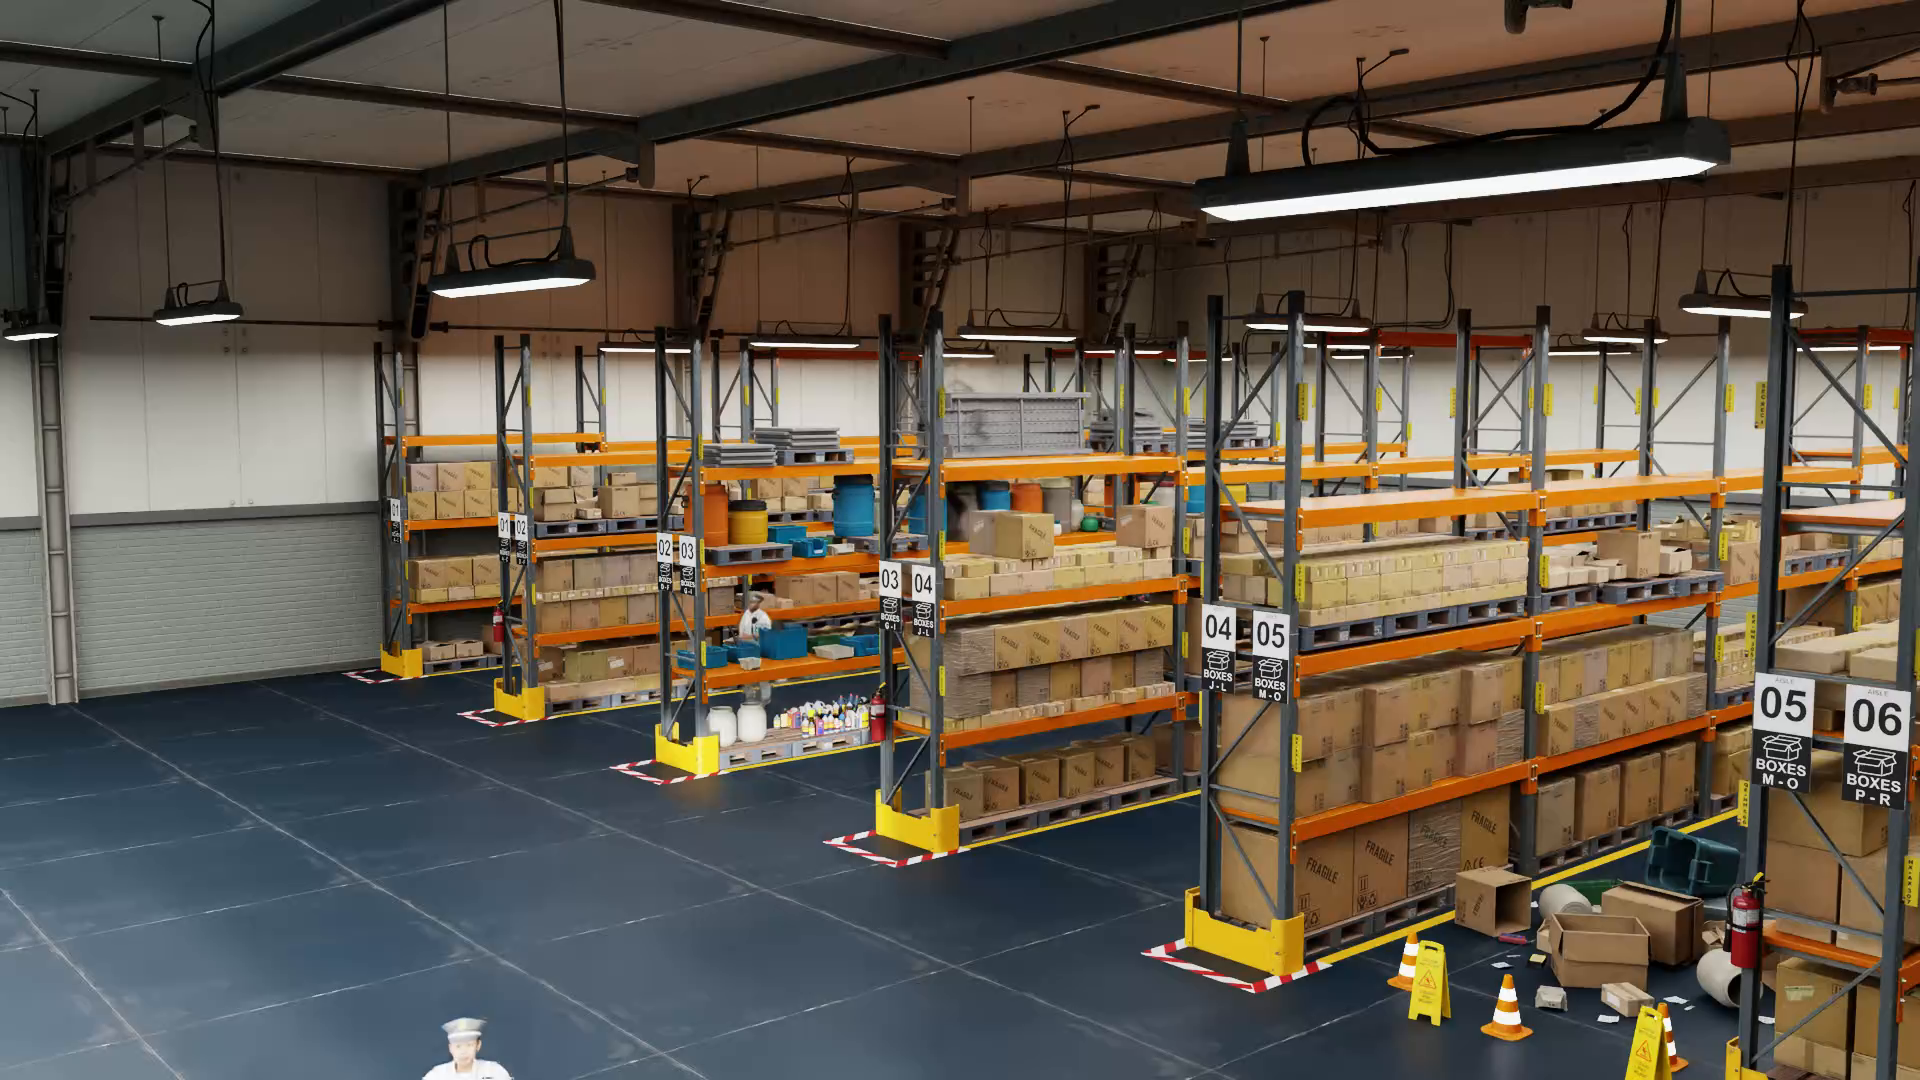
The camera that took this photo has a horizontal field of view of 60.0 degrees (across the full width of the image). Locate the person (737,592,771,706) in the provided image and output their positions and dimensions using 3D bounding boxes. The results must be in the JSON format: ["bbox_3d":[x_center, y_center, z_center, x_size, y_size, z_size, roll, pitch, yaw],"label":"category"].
[{"bbox_3d":[-3.185,1.709,25.392,0.641,1.842,0.685,3,6,33],"label":"person"}]

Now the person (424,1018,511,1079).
[{"bbox_3d":[-2.794,3.496,9.430,0.621,1.652,0.552,-1,5,-14],"label":"person"}]
